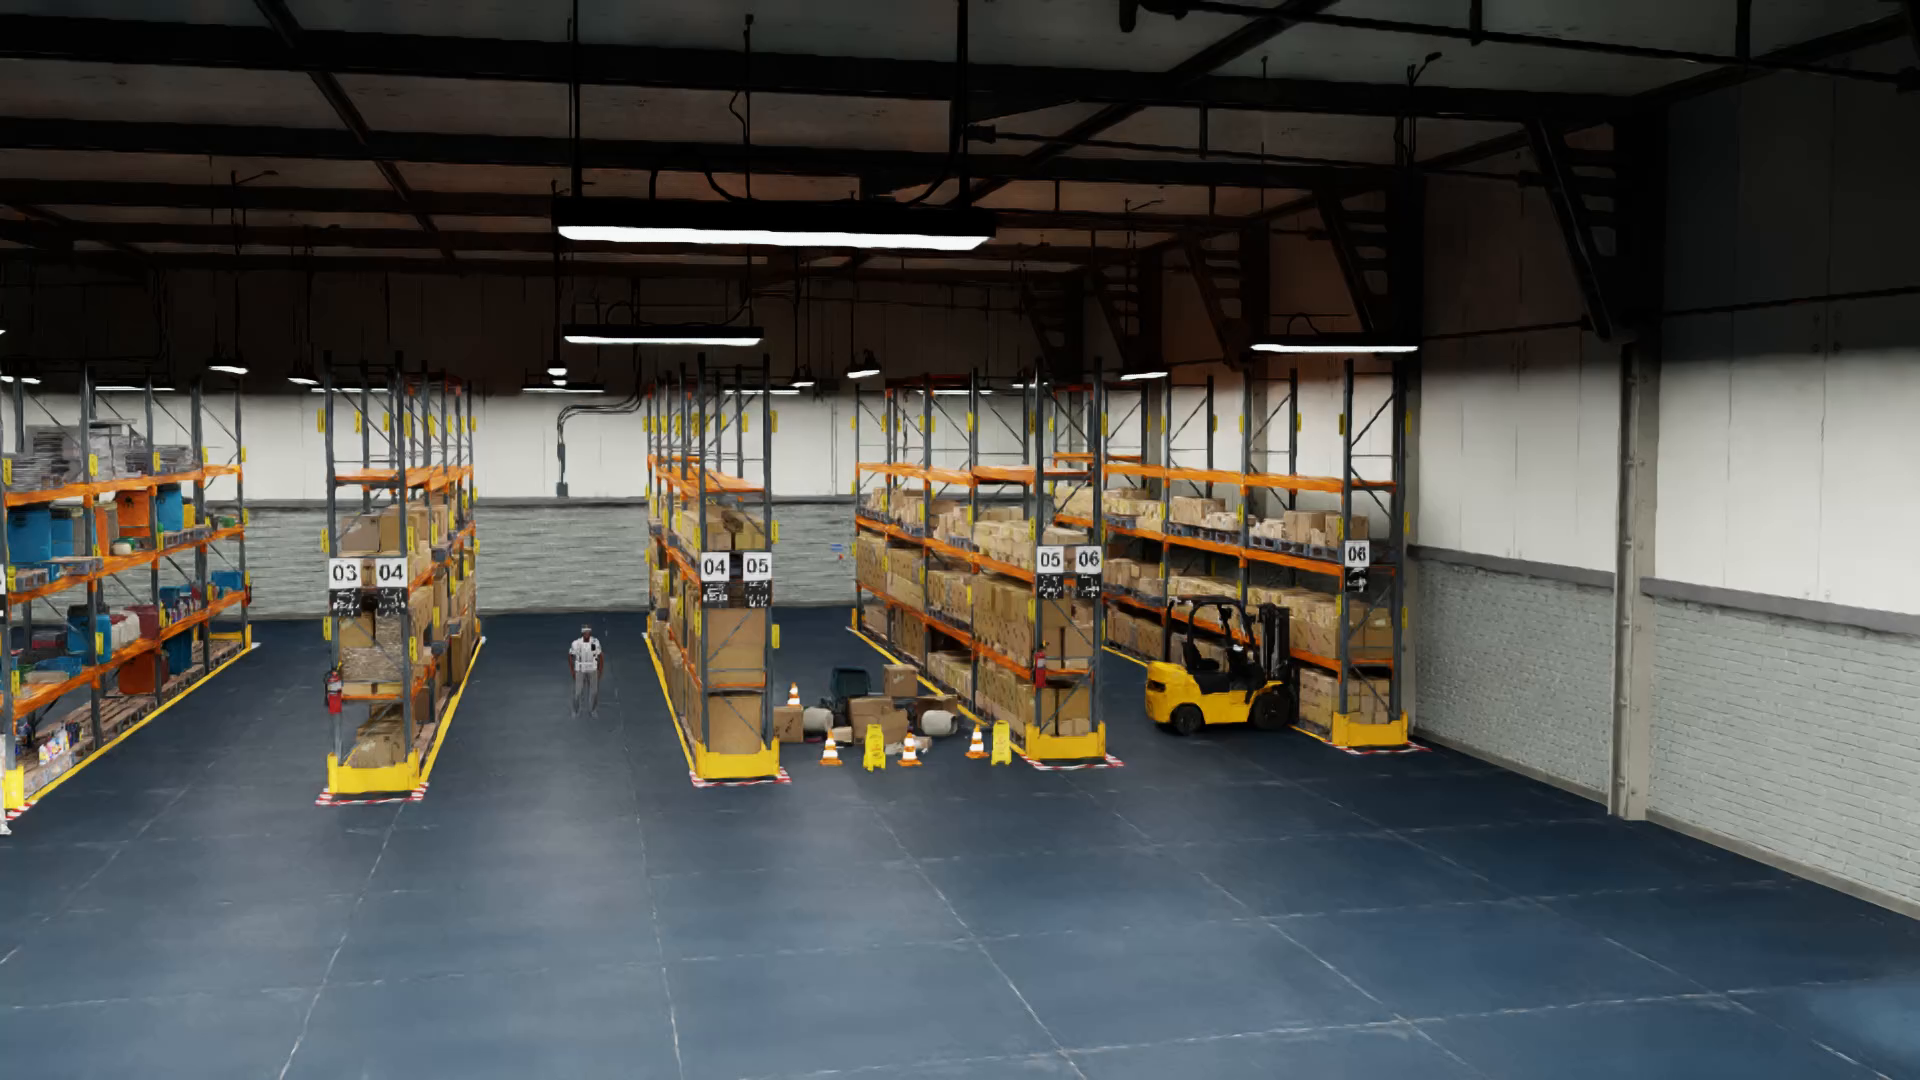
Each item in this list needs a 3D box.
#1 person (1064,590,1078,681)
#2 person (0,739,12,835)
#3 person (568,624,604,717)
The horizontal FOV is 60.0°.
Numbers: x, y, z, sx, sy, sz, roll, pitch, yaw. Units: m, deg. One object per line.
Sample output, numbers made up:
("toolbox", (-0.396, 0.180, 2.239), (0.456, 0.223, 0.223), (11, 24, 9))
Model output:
("person", (2.017, 1.856, 32.274), (0.630, 1.765, 0.678), (1, 4, 17))
("person", (-11.921, 2.815, 20.279), (0.557, 1.525, 0.788), (-2, 5, -31))
("person", (-6.374, 2.227, 28.350), (0.592, 1.625, 0.526), (-1, 4, -15))
